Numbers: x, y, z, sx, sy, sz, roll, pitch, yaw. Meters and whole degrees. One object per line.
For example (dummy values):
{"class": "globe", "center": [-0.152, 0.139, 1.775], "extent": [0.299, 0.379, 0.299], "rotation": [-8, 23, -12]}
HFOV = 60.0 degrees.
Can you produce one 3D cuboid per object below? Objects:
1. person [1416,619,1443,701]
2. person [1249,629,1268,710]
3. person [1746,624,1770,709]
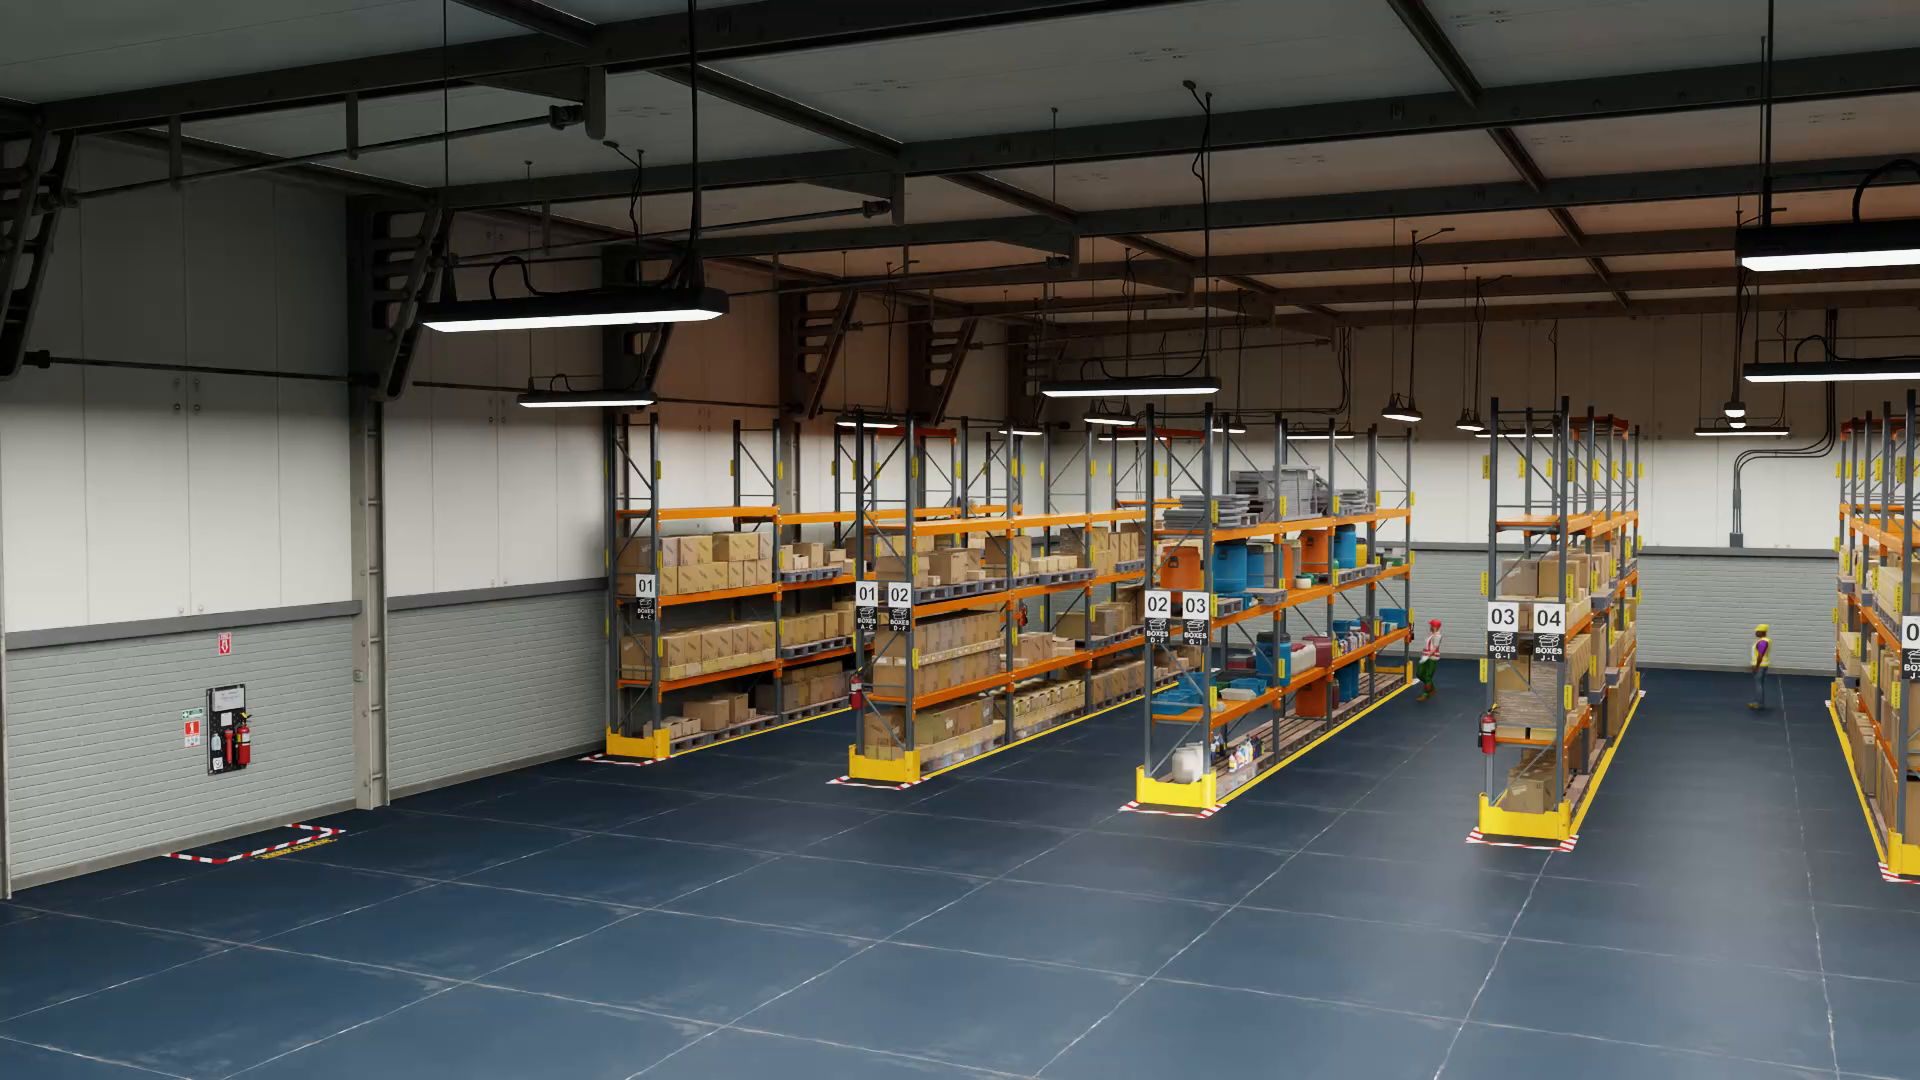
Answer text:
{"class": "person", "center": [10.144, 2.599, 36.084], "extent": [0.614, 1.776, 0.623], "rotation": [-1, 2, -16]}
{"class": "person", "center": [6.179, 2.705, 34.730], "extent": [0.540, 1.707, 0.477], "rotation": [0, 2, 2]}
{"class": "person", "center": [16.765, 2.648, 34.983], "extent": [0.527, 1.773, 0.574], "rotation": [2, 3, 43]}
